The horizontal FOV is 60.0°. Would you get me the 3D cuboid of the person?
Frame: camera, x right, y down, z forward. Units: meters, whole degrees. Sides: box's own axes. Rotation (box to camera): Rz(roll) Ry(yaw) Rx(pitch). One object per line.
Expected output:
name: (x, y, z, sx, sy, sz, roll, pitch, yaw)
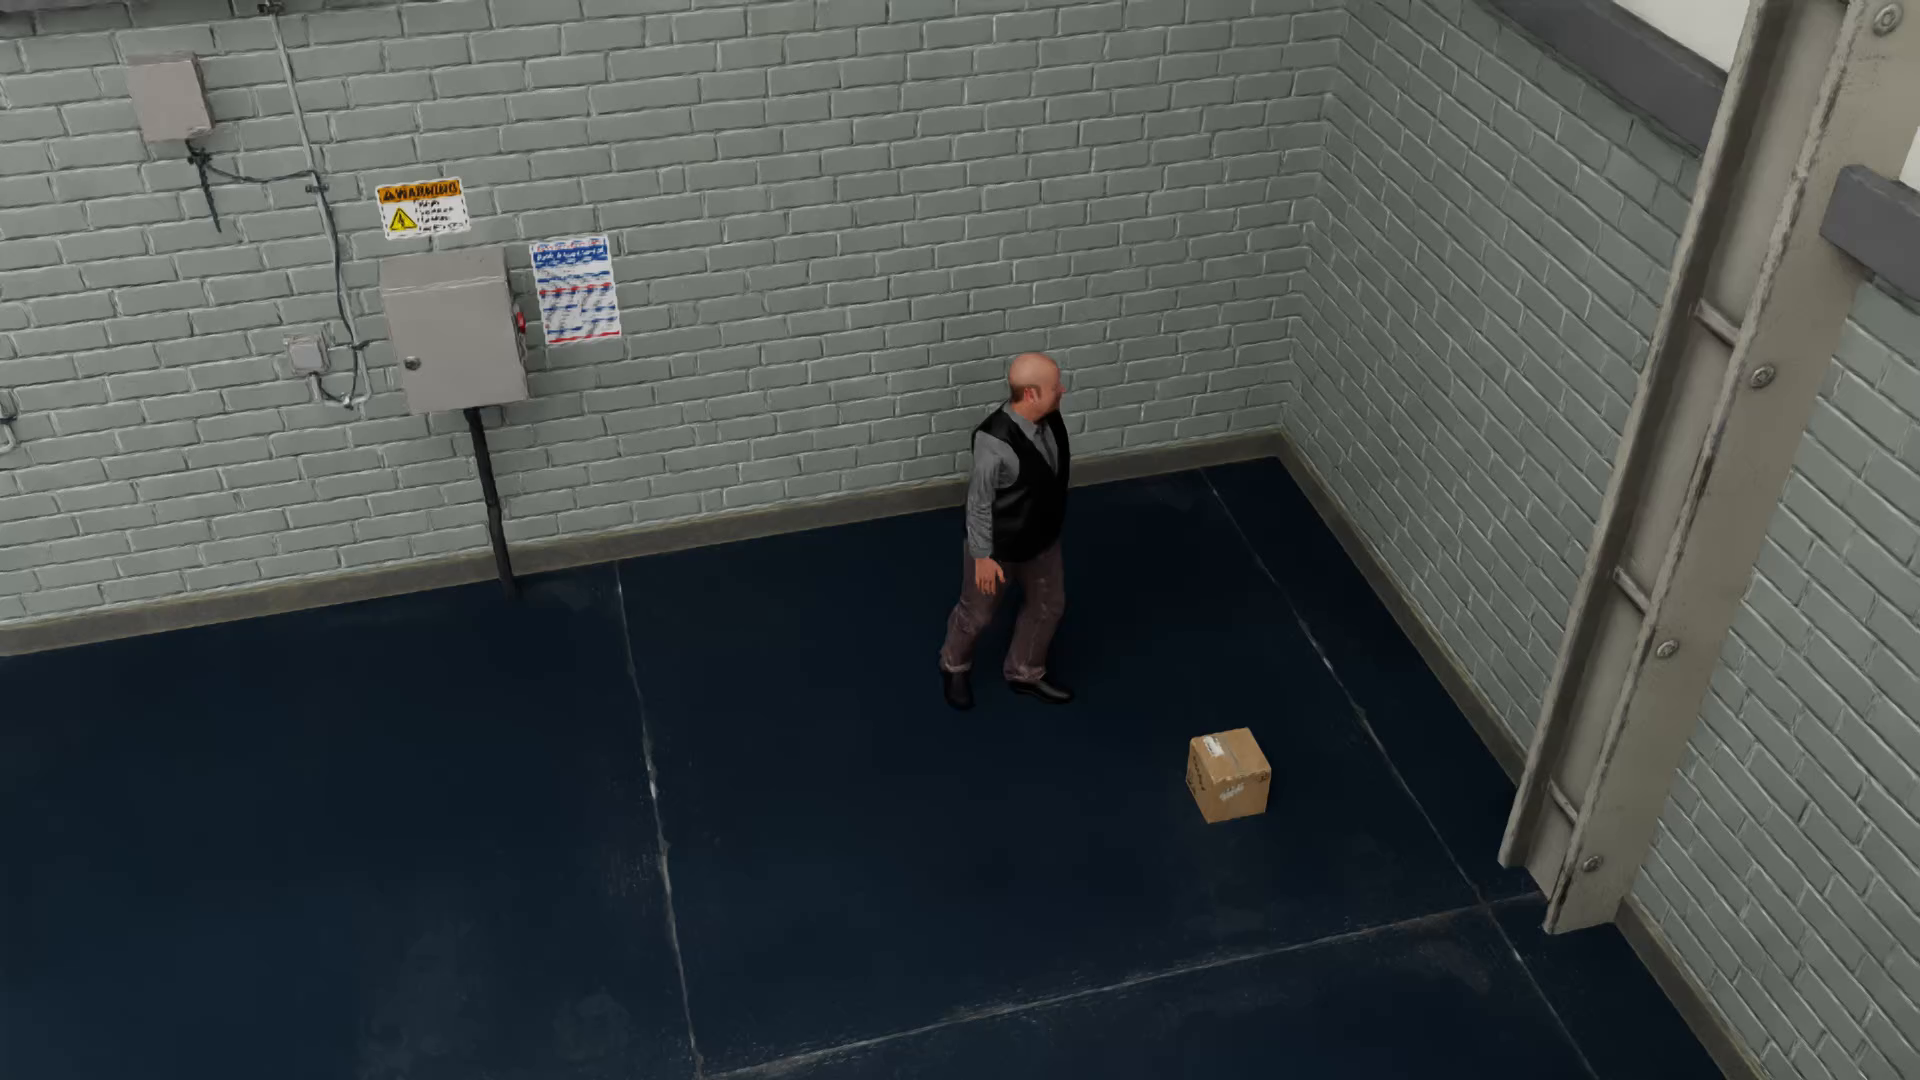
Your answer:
person: (0.200, -0.025, 6.771, 0.568, 1.714, 0.554, 26, 45, 30)
